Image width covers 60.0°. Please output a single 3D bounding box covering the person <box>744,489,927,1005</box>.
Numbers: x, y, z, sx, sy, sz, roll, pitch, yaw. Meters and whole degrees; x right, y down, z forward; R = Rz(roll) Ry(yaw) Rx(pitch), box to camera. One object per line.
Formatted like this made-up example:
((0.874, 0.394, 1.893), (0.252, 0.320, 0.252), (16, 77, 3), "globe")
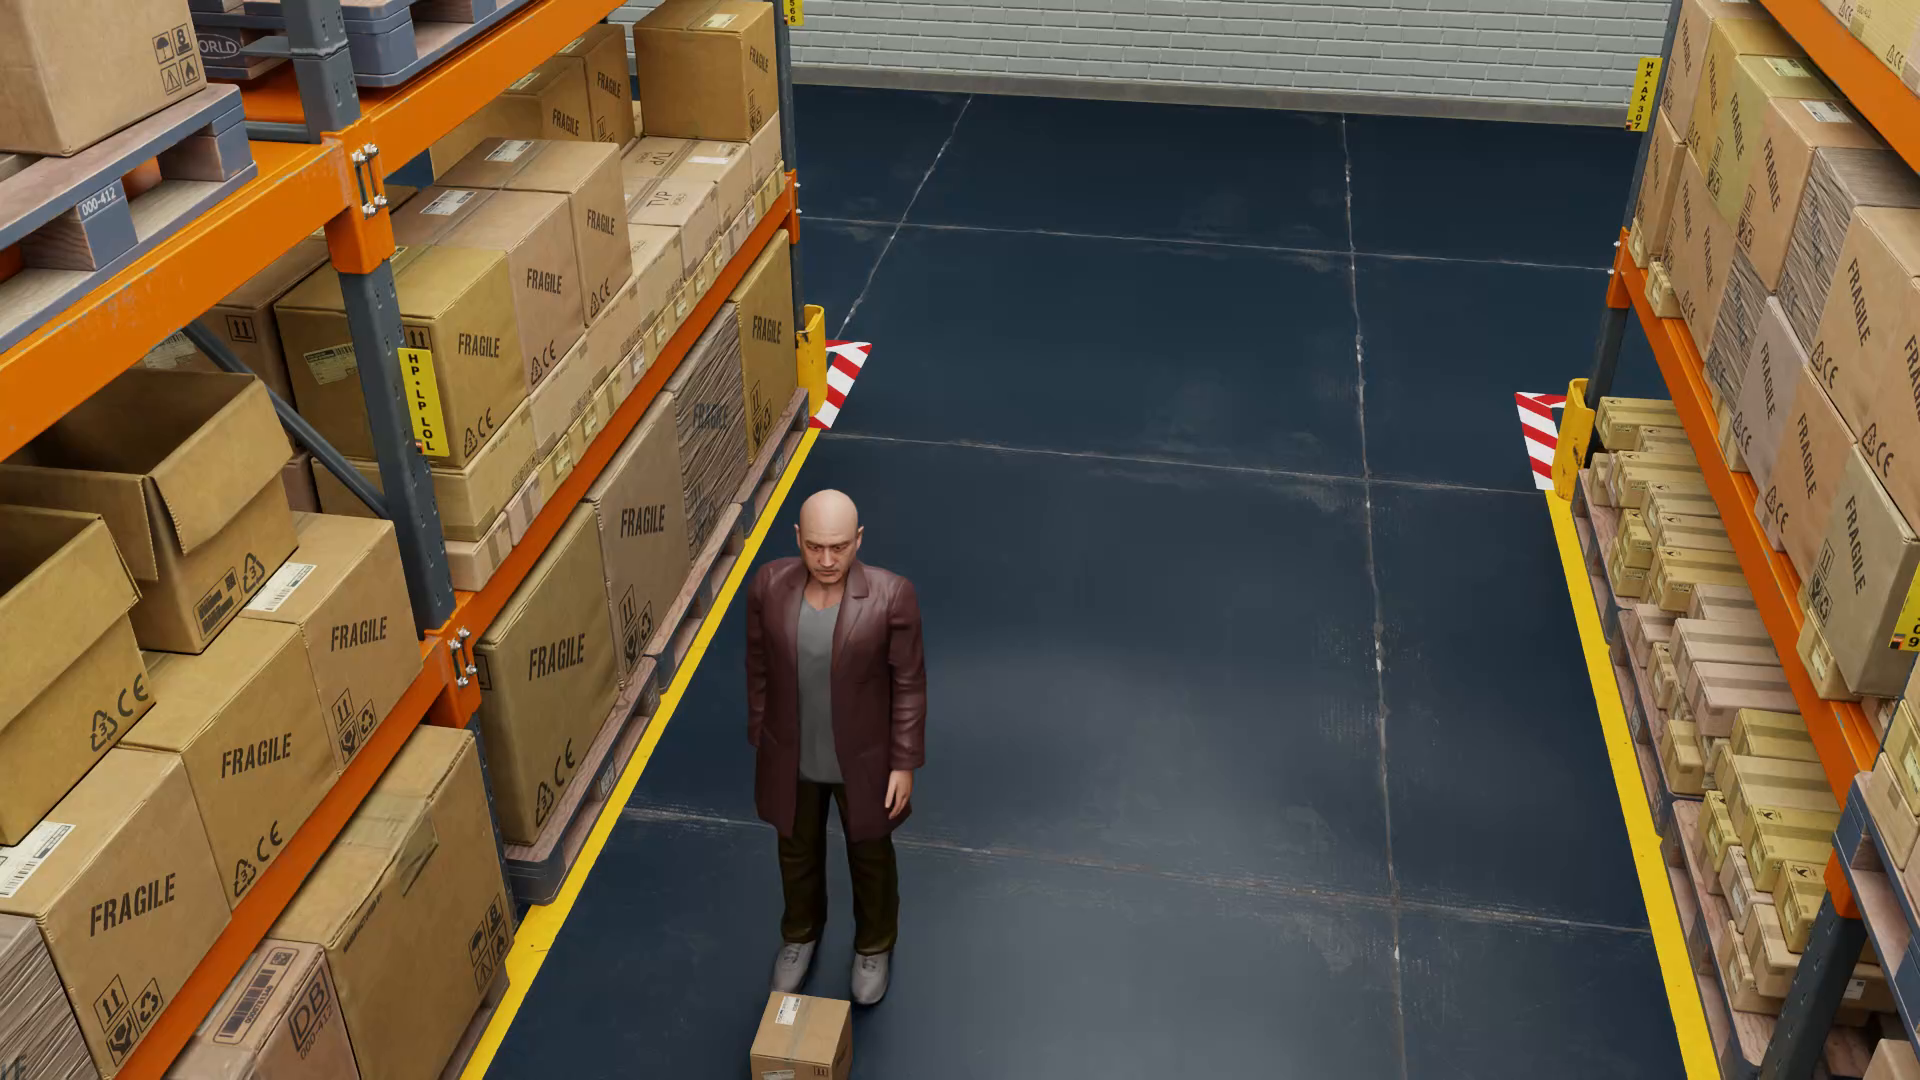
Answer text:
((-0.384, 0.667, 5.075), (0.569, 1.787, 0.389), (6, 32, 9), "person")
